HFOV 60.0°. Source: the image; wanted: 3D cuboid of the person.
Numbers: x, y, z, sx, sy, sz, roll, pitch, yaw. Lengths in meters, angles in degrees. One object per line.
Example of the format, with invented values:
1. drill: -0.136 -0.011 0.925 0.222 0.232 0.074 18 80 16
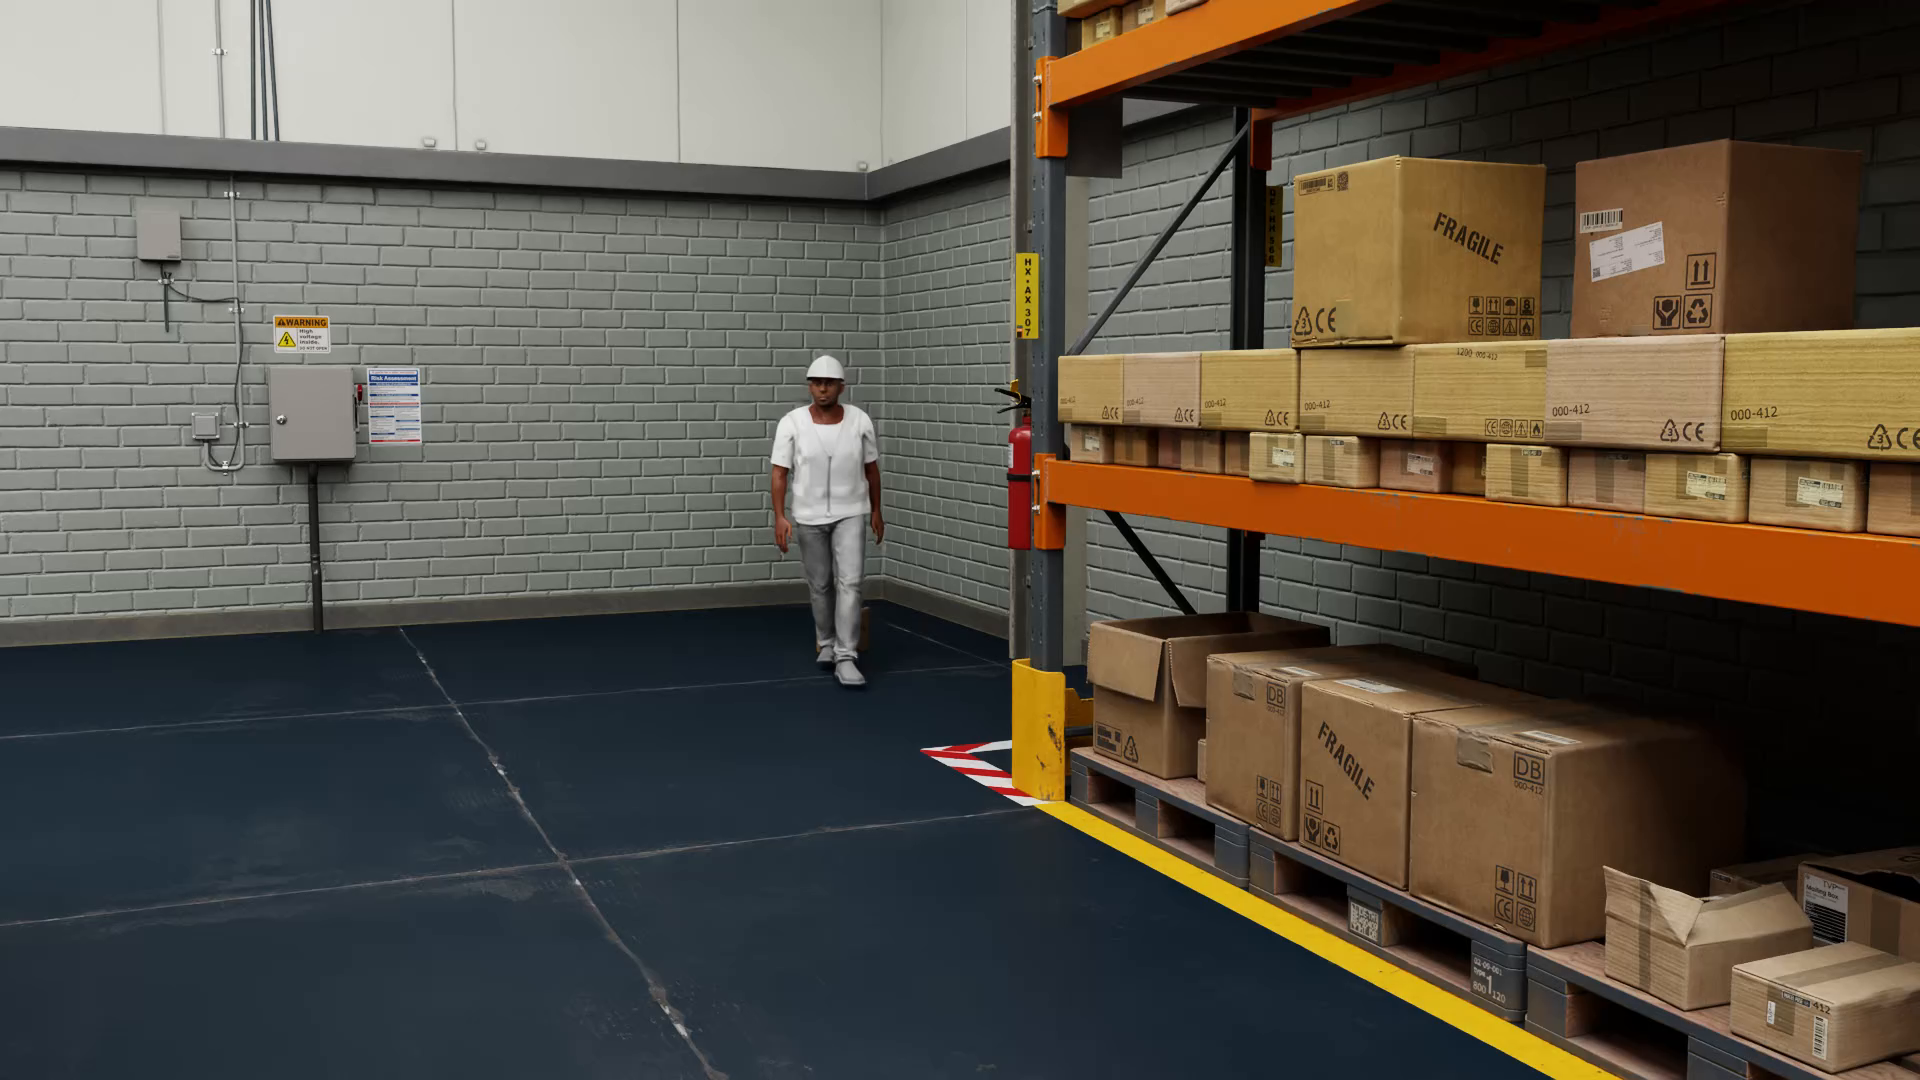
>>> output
1. person: -0.716 -0.133 8.968 0.605 1.711 0.944 0 5 -1
